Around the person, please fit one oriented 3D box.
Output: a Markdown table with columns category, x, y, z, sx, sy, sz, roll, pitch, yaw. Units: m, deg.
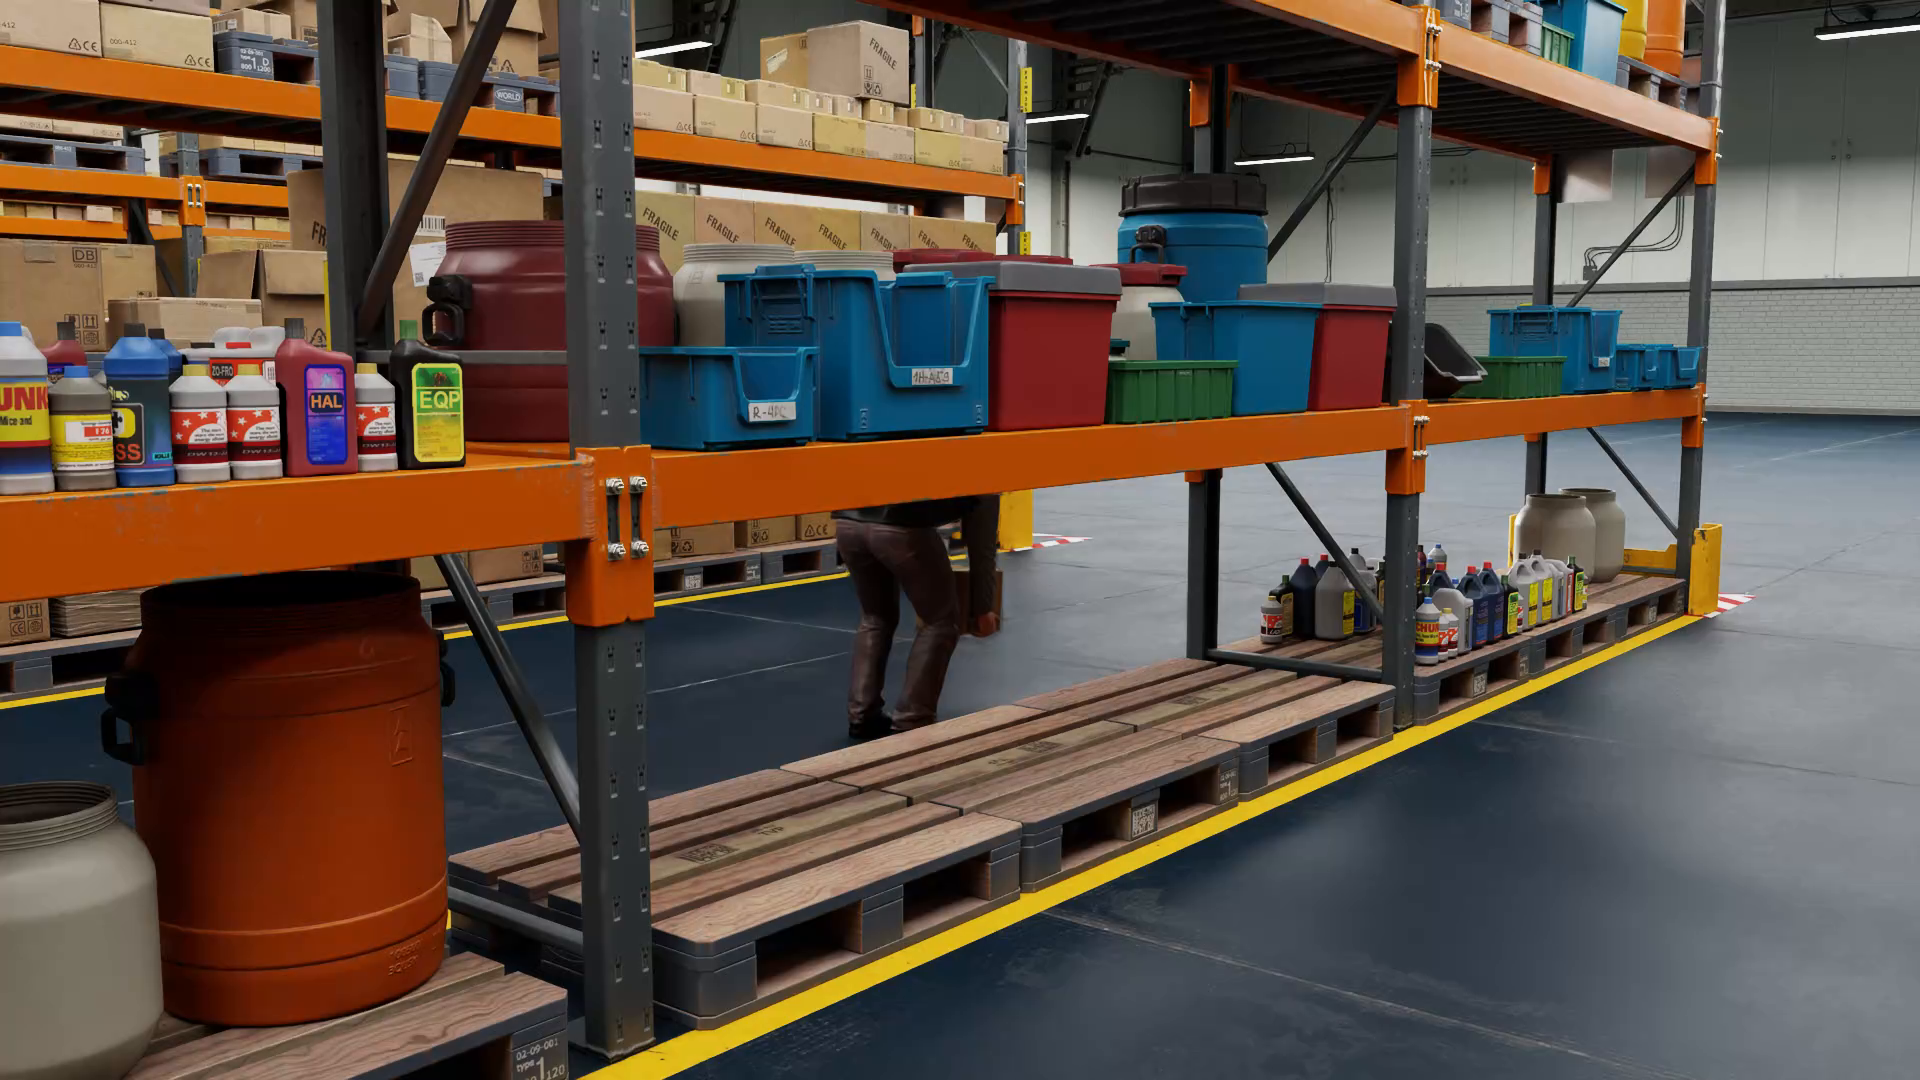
| category | x | y | z | sx | sy | sz | roll | pitch | yaw |
| --- | --- | --- | --- | --- | --- | --- | --- | --- | --- |
| person | -0.106 | 0.179 | 6.691 | 0.459 | 1.171 | 0.948 | 5 | 8 | 37 |
